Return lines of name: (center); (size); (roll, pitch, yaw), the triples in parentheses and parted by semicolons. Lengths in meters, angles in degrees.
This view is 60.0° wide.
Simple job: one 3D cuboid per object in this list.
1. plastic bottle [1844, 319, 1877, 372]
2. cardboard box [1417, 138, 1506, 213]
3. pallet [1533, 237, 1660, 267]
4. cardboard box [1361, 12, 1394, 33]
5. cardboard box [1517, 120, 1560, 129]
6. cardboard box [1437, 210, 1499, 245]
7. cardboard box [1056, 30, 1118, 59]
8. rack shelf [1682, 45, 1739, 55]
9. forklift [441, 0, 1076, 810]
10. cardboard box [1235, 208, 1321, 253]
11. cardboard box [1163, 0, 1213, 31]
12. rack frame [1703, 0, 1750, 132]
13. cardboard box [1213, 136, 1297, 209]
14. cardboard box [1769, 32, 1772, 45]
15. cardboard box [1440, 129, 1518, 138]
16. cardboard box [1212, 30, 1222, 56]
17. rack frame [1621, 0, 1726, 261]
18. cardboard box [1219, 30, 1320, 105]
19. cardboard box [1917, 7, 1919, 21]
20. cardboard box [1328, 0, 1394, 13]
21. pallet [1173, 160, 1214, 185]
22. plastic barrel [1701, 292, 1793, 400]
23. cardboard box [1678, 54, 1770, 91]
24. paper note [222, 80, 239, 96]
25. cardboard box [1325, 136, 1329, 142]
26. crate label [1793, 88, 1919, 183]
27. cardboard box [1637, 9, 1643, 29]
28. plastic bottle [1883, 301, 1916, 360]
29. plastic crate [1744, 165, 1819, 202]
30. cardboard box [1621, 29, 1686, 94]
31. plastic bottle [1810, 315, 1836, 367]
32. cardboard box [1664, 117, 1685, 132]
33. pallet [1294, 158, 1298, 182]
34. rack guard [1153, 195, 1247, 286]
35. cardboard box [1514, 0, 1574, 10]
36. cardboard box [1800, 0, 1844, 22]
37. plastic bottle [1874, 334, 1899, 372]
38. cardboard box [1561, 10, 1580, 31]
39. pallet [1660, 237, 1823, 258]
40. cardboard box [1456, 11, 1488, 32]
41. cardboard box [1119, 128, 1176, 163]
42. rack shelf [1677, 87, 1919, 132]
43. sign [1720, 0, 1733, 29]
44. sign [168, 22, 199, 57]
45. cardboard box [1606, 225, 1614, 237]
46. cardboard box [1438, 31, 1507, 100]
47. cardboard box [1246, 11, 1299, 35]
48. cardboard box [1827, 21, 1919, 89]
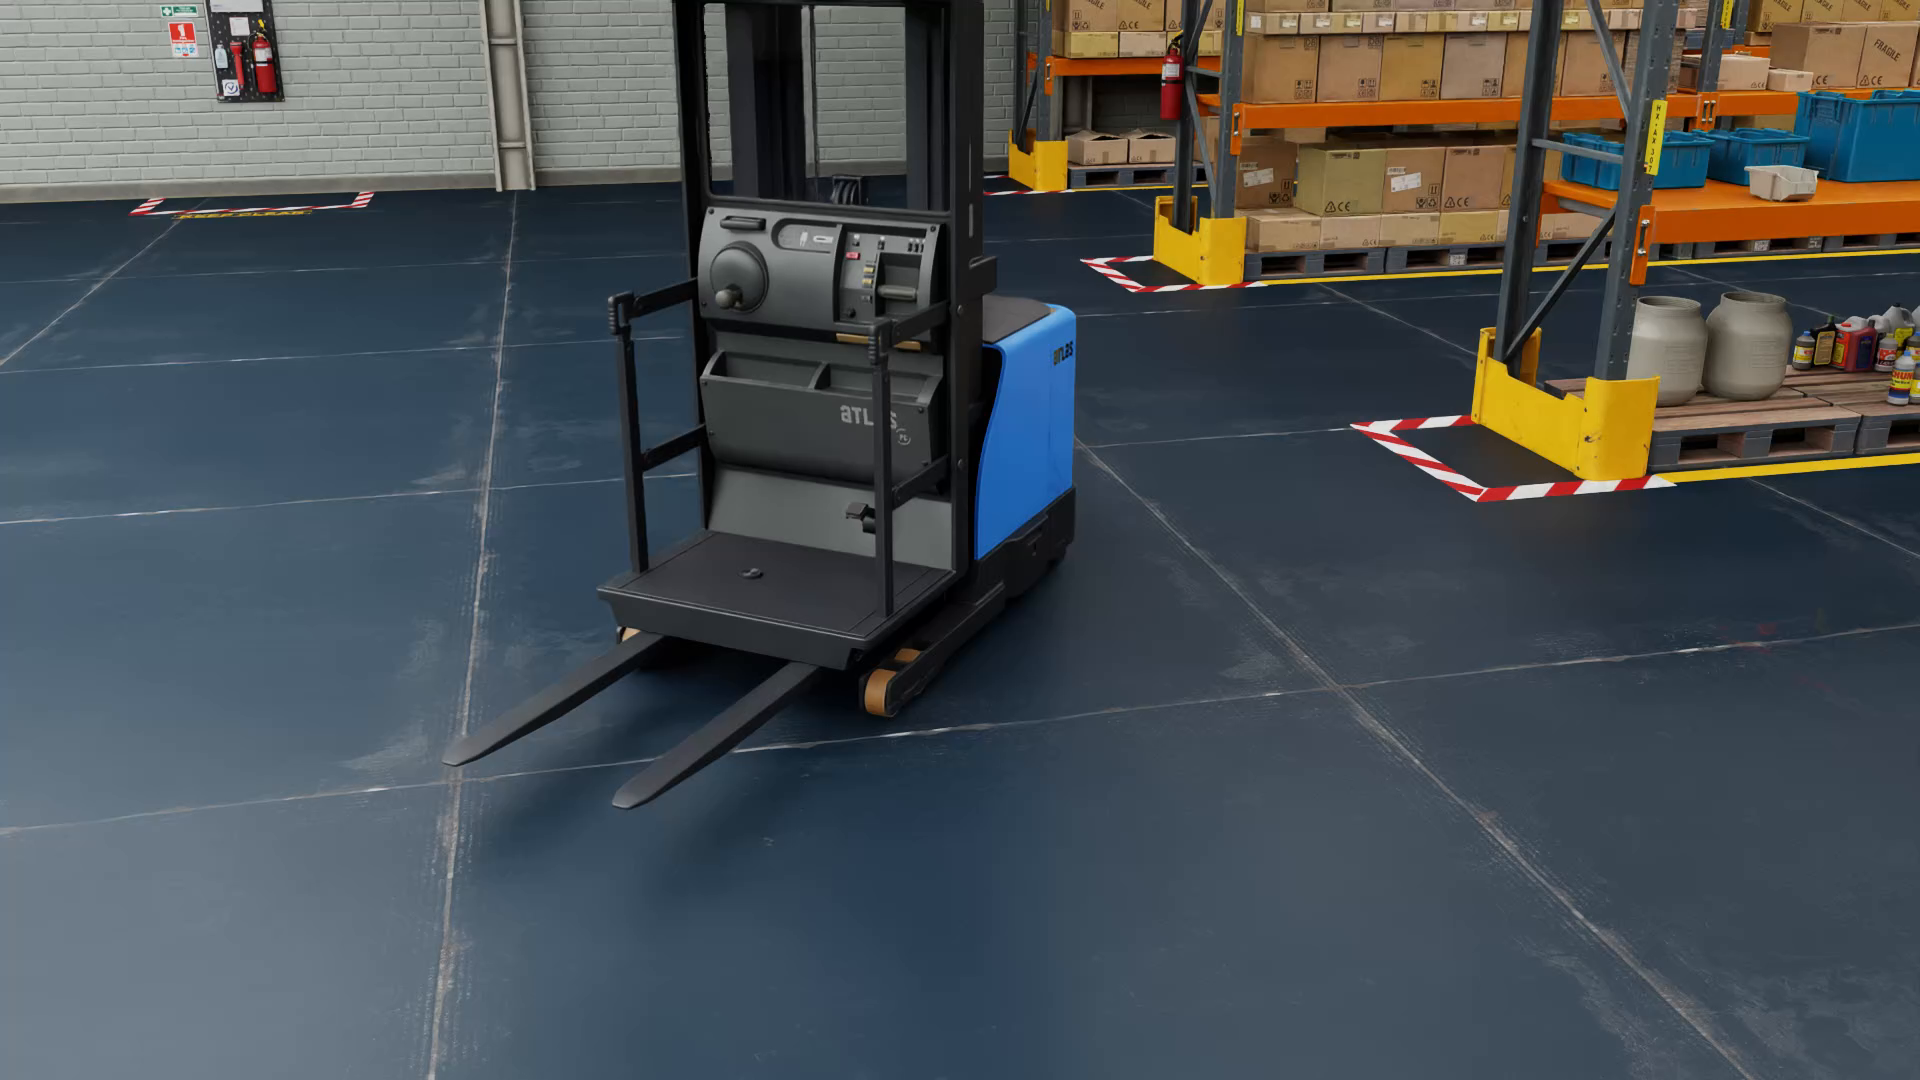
plastic bottle: (4.988, -1.075, 9.198); (0.133, 0.283, 0.061); (-5, 21, -12)
cardboard box: (3.922, -2.879, 13.110); (0.500, 0.500, 0.500); (-5, 21, -12)
pallet: (4.998, -2.493, 13.814); (1.213, 0.211, 1.003); (-5, 21, -12)
cardboard box: (3.065, -3.906, 12.528); (0.250, 0.149, 0.380); (-5, 21, -13)
cardboard box: (6.347, -4.691, 18.753); (0.500, 0.500, 0.700); (-4, 21, -12)
cardboard box: (3.922, -2.527, 13.240); (0.500, 0.250, 0.500); (-5, 21, -12)
cardboard box: (1.293, -5.064, 16.967); (0.500, 0.250, 0.500); (-5, 21, -14)
rack shelf: (6.584, -5.330, 18.550); (4.000, 0.370, 1.077); (-5, 21, -12)
forklift: (-0.588, -0.940, 5.620); (1.130, 2.935, 3.031); (9, 22, 23)
cardboard box: (2.462, -2.409, 12.917); (0.500, 0.250, 0.500); (-5, 21, -12)
cardboard box: (2.266, -5.496, 17.055); (0.500, 0.500, 0.500); (-5, 21, -14)
rack frame: (8.530, -5.826, 18.858); (0.127, 3.000, 1.000); (-5, 21, -12)
cardboard box: (2.342, -2.935, 13.263); (0.500, 0.500, 0.500); (-5, 21, -12)
cardboard box: (9.151, -5.683, 18.804); (0.250, 0.149, 0.380); (-4, 21, -12)
cardboard box: (4.285, -3.099, 13.709); (0.500, 0.500, 0.500); (-5, 21, -12)
cardboard box: (2.785, -5.188, 17.304); (0.500, 0.250, 0.500); (-4, 21, -12)
rack frame: (5.781, -3.852, 13.468); (0.127, 3.000, 1.000); (-5, 21, -12)
cardboard box: (2.346, -3.615, 12.676); (0.500, 0.500, 0.700); (-5, 21, -12)
cardboard box: (11.047, -6.137, 19.101); (0.500, 0.500, 0.500); (-5, 21, -12)
cardboard box: (2.908, -4.271, 12.583); (0.500, 0.500, 0.700); (-5, 21, -14)
pallet: (2.803, -4.037, 18.029); (1.213, 0.211, 1.003); (-5, 21, -12)
plastic barrel: (4.135, -1.023, 8.753); (0.421, 0.512, 0.421); (0, 20, 0)
cardboard box: (6.250, -3.835, 13.640); (0.500, 0.250, 0.500); (-3, 20, -9)
paper note: (-7.214, -4.476, 16.452); (0.142, 0.148, 0.016); (-5, 21, -12)
cardboard box: (4.124, -4.333, 18.263); (0.250, 0.166, 0.380); (-7, 21, -20)
crate label: (4.754, -2.129, 8.715); (0.616, 0.435, 0.502); (-5, 21, -12)
cardboard box: (5.325, -4.091, 13.033); (0.250, 0.149, 0.380); (-5, 21, -14)
plastic bottle: (5.258, -1.168, 9.353); (0.185, 0.351, 0.144); (-4, 20, -10)
plastic crate: (3.970, -1.716, 8.021); (0.250, 0.136, 0.298); (-5, 21, -12)
cardboard box: (5.351, -3.861, 13.349); (0.500, 0.500, 0.700); (-5, 21, -14)
plastic bottle: (4.821, -1.115, 9.308); (0.133, 0.283, 0.061); (-4, 21, -11)
cardboard box: (7.842, -4.784, 19.009); (0.500, 0.500, 0.700); (-4, 21, -12)
pallet: (3.992, -4.135, 18.296); (1.213, 0.211, 1.003); (-5, 21, -12)
rack guard: (1.865, -2.359, 13.029); (0.348, 0.500, 1.175); (-5, 21, -12)
cardboard box: (4.372, -4.391, 12.908); (0.500, 0.500, 0.700); (-5, 21, -12)
cardboard box: (9.574, -6.013, 18.762); (0.500, 0.500, 0.500); (-4, 20, -11)
plastic bottle: (5.145, -1.043, 9.229); (0.097, 0.201, 0.097); (0, 20, 0)
cardboard box: (4.575, -4.030, 12.867); (0.250, 0.149, 0.380); (-5, 21, -13)
pallet: (6.489, -2.614, 14.143); (1.213, 0.211, 1.003); (-5, 21, -12)
cardboard box: (3.816, -3.967, 12.694); (0.250, 0.149, 0.380); (-4, 21, -12)
cardboard box: (1.994, -4.207, 17.707); (0.500, 0.311, 0.500); (-3, 20, -8)
rack shelf: (7.728, -3.672, 14.024); (4.000, 0.370, 1.077); (-5, 21, -12)
sign: (5.910, -4.110, 12.799); (0.005, 0.325, 0.100); (-5, 21, -12)
sign: (-7.587, -4.888, 16.244); (0.234, 0.329, 0.001); (-5, 21, -12)
cardboard box: (5.380, -2.648, 13.569); (0.500, 0.250, 0.500); (-5, 21, -12)
cardboard box: (3.852, -3.738, 13.013); (0.500, 0.500, 0.700); (-4, 21, -11)
cardboard box: (2.320, -3.845, 12.363); (0.250, 0.149, 0.380); (-5, 21, -13)
cardboard box: (7.532, -4.035, 13.824); (0.500, 0.500, 0.500); (-5, 21, -12)
